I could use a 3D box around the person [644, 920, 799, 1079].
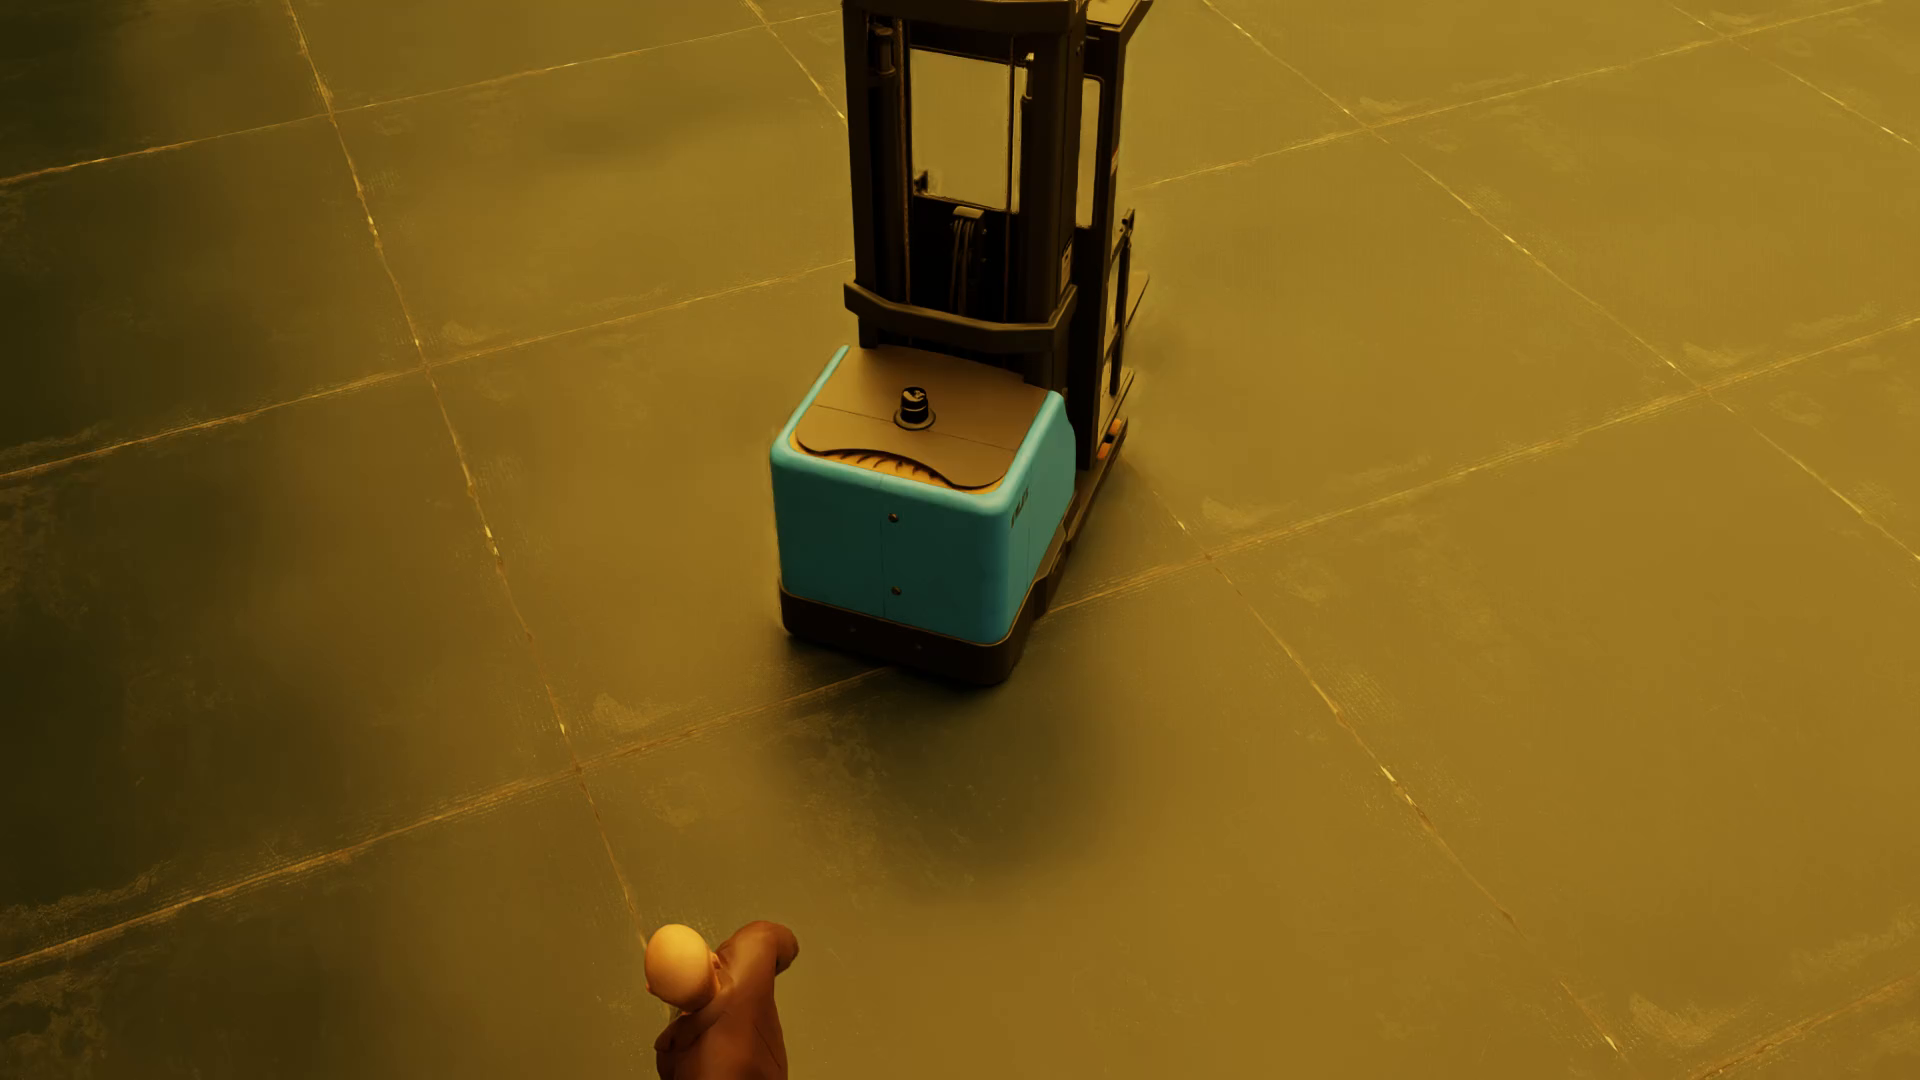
[{"bbox_3d":[-0.743,1.630,4.800,0.558,1.755,0.799,1,43,1],"label":"person"}]

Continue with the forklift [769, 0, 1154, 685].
[{"bbox_3d":[0.195,-1.475,7.261,1.130,2.935,3.031,14,45,14],"label":"forklift"}]
